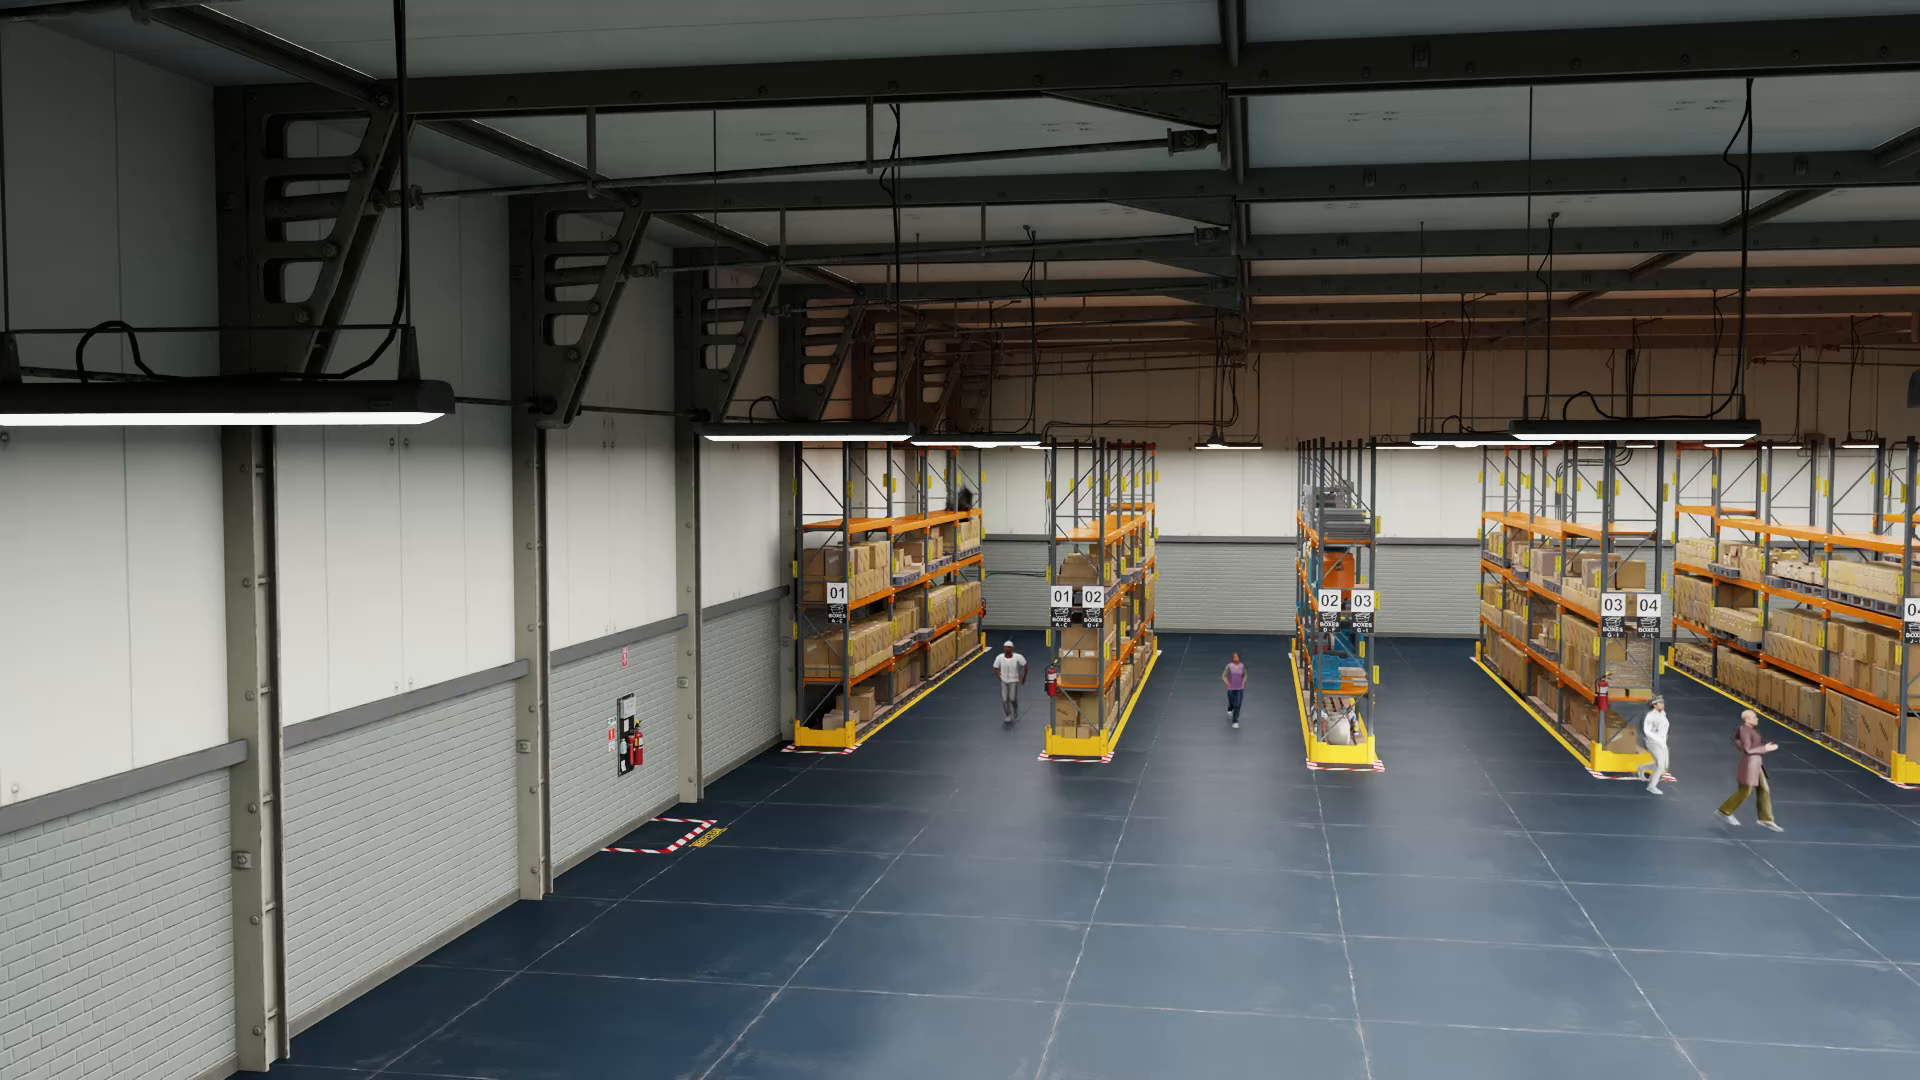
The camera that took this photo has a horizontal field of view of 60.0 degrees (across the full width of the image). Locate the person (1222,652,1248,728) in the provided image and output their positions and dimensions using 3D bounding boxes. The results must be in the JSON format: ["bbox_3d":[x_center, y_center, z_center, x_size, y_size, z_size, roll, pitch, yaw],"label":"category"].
[{"bbox_3d":[5.730,3.107,34.633,0.554,1.552,0.679,0,3,-3],"label":"person"}]

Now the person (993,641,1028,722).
[{"bbox_3d":[1.049,2.995,35.193,0.728,1.723,0.599,1,3,10],"label":"person"}]

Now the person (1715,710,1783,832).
[{"bbox_3d":[11.945,3.476,25.154,0.936,1.810,0.700,2,4,36],"label":"person"}]

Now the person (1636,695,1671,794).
[{"bbox_3d":[11.701,3.420,28.023,0.644,1.673,0.596,-2,4,-38],"label":"person"}]
